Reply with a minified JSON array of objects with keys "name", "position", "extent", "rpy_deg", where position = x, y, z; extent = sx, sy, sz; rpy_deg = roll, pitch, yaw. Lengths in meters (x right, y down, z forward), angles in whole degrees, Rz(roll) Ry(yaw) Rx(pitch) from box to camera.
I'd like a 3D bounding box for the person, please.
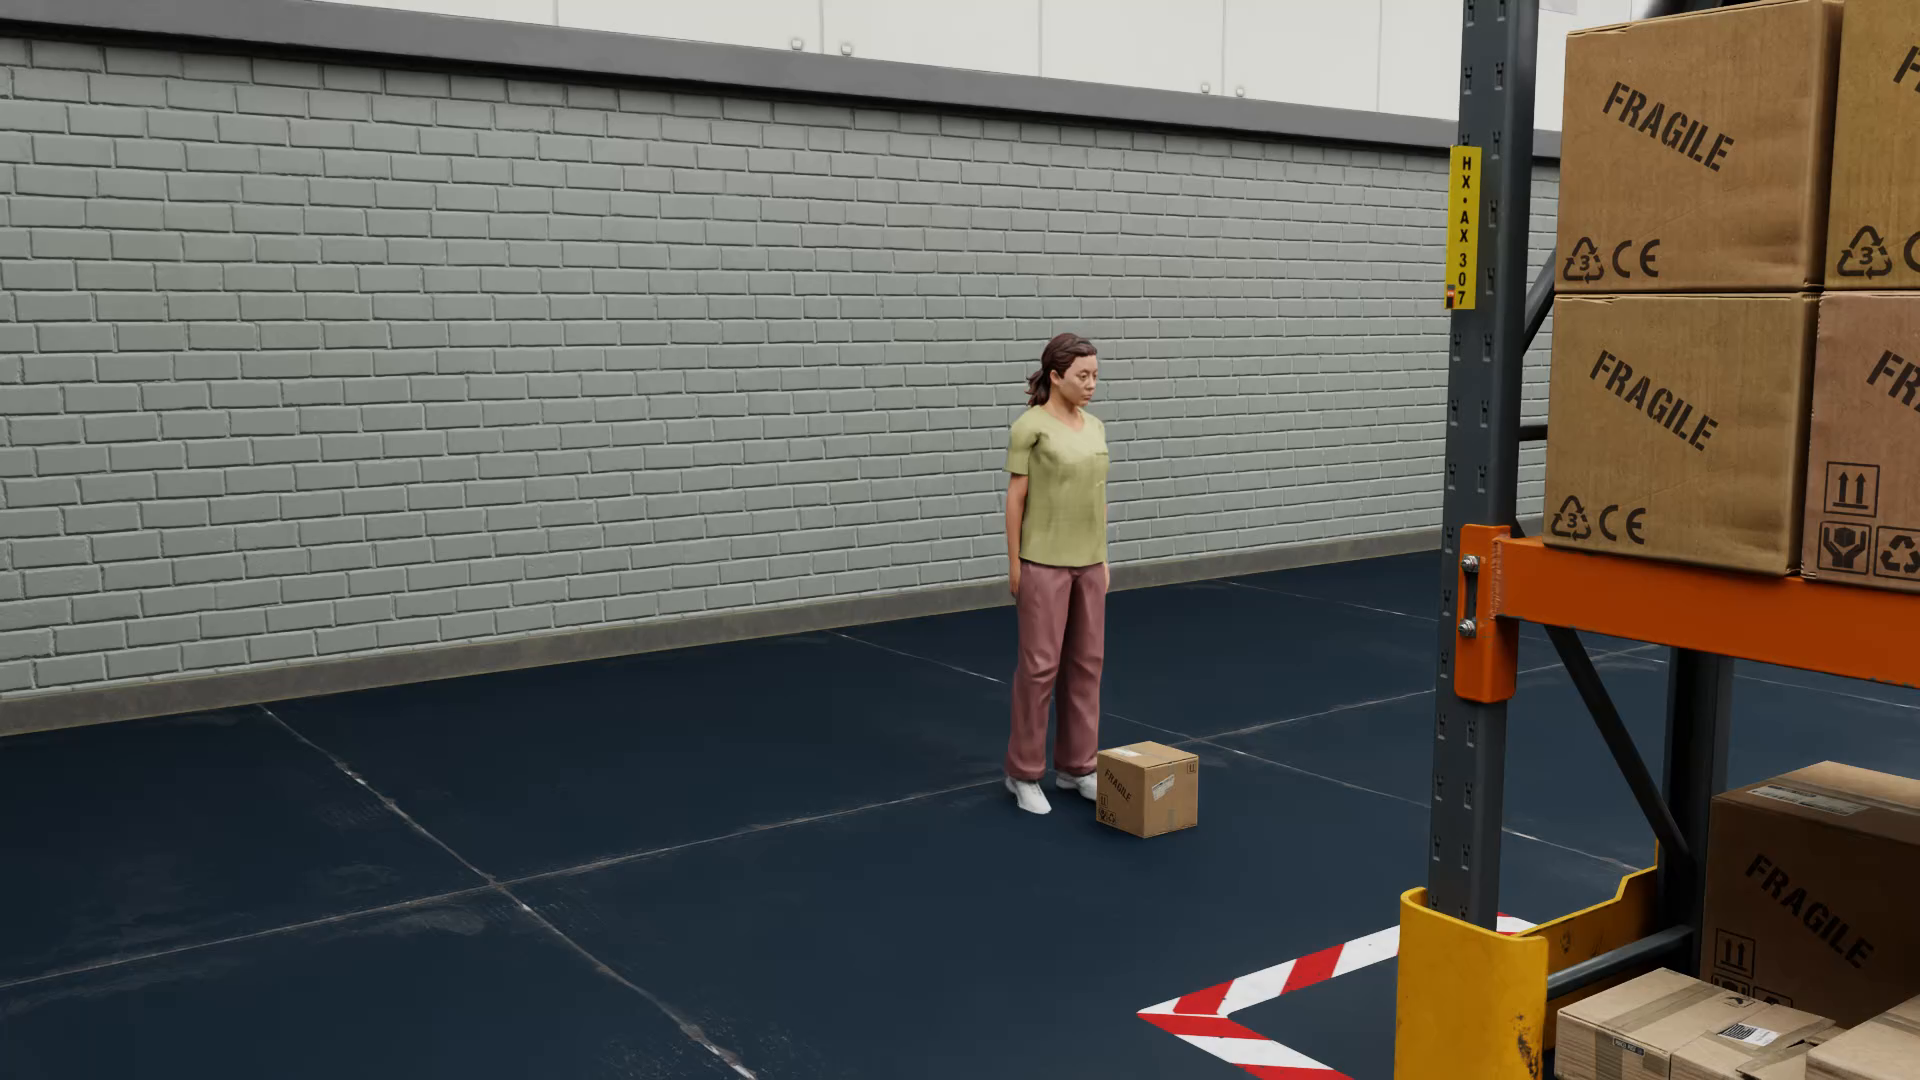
[{"name":"person","position":[0.384,0.115,6.023],"extent":[0.478,1.715,0.433],"rpy_deg":[-6,10,-36]}]
